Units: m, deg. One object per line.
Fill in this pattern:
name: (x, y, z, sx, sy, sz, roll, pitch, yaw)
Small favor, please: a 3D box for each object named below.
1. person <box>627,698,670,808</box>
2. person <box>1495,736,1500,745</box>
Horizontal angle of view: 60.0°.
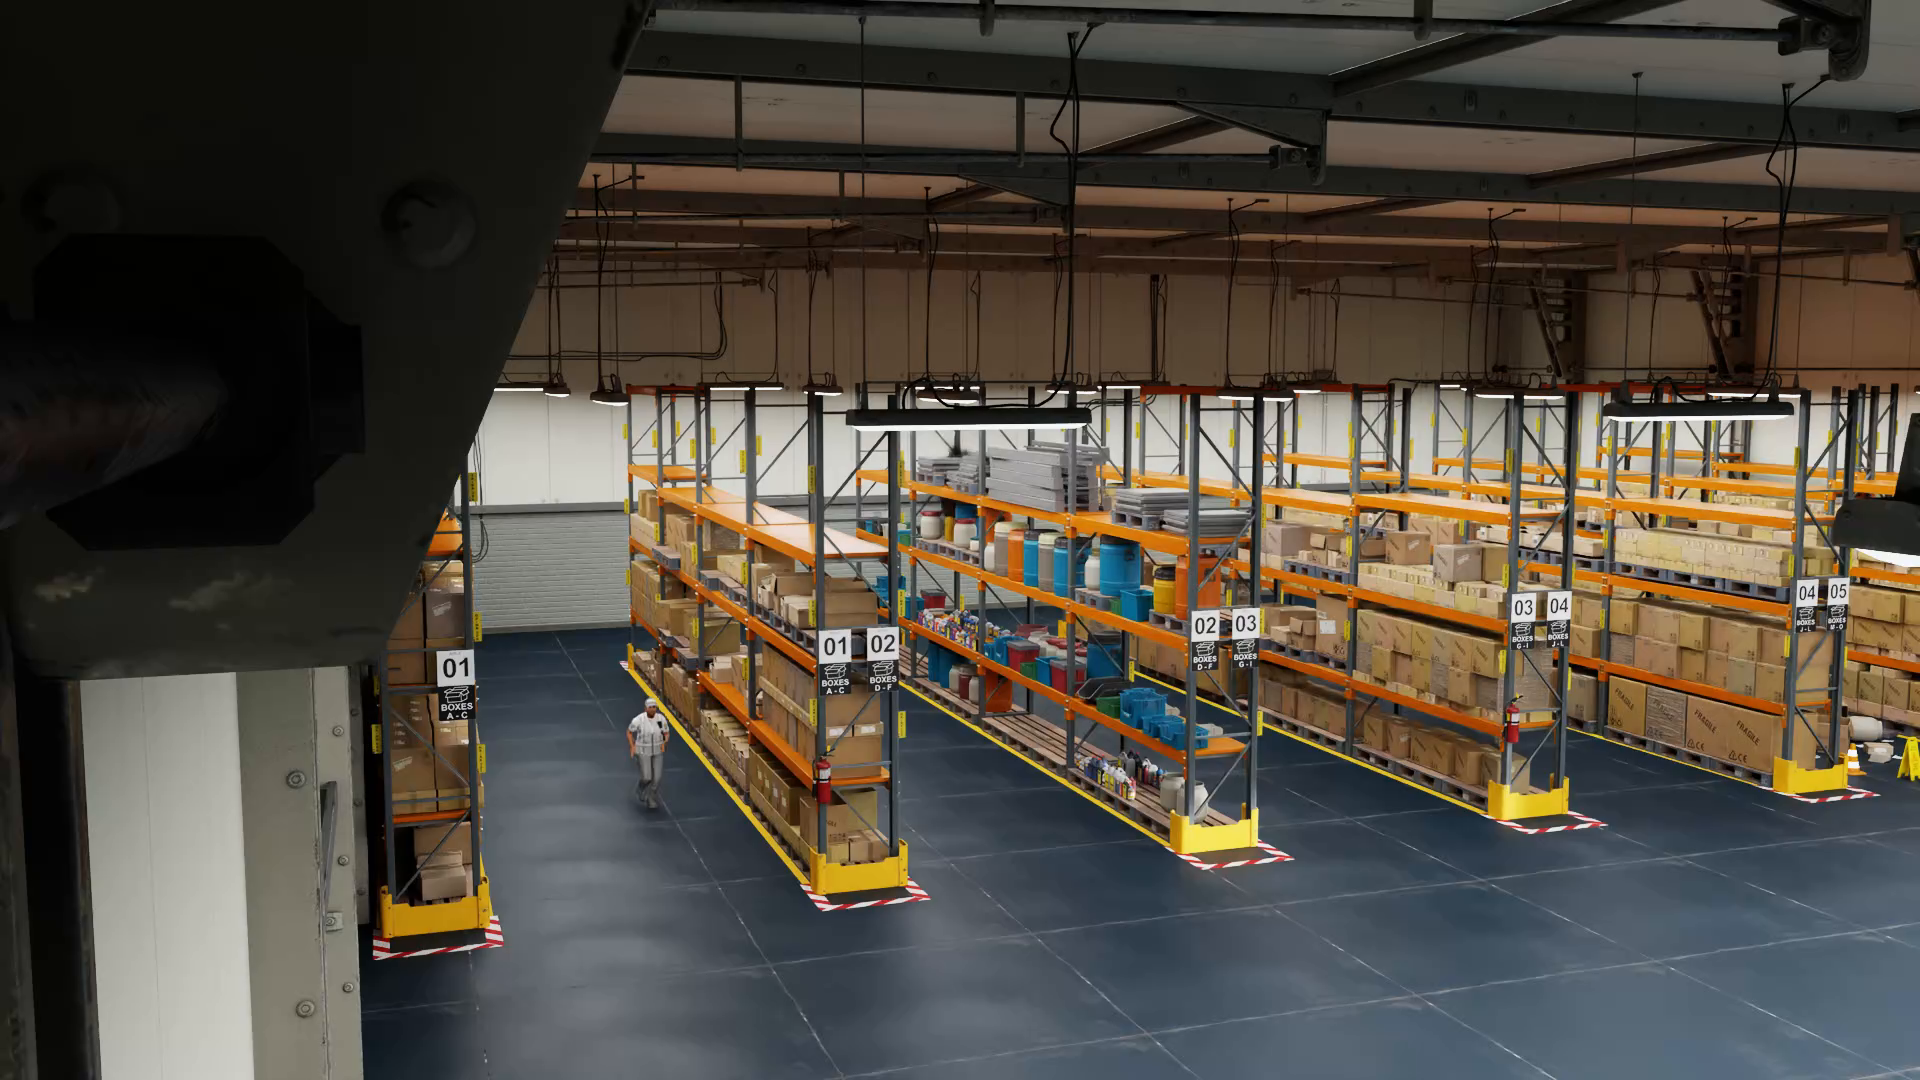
person: (-4.441, 3.071, 23.869, 0.592, 1.608, 0.588, -3, 7, -25)
person: (9.053, 2.623, 28.083, 0.570, 1.669, 0.711, -2, 6, -21)
